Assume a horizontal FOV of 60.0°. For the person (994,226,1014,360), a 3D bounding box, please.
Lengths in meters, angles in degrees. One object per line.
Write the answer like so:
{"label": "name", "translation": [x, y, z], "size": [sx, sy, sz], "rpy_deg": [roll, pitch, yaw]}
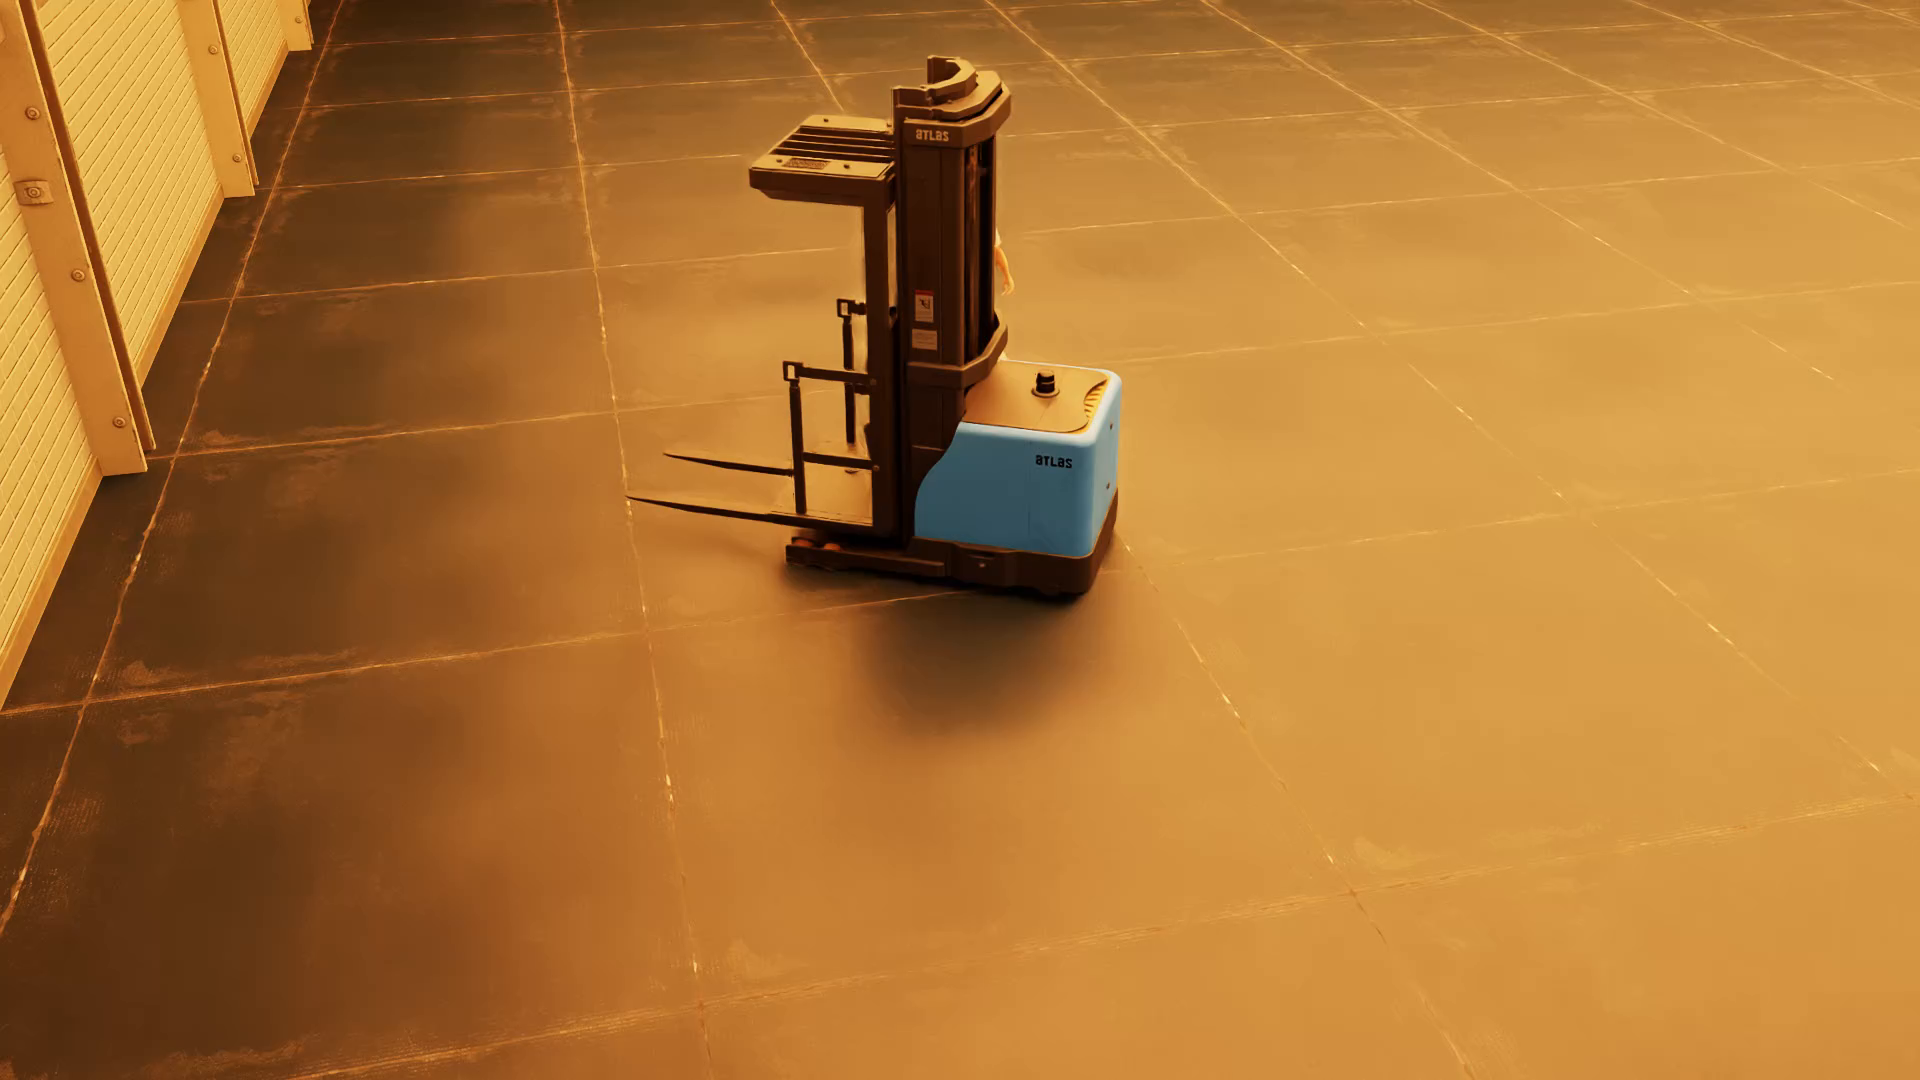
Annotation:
{"label": "person", "translation": [0.034, -1.832, 12.080], "size": [0.864, 1.638, 0.385], "rpy_deg": [-17, 34, -27]}

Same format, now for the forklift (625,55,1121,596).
{"label": "forklift", "translation": [-0.579, -1.327, 9.866], "size": [3.031, 2.935, 1.130], "rpy_deg": [7, 31, 13]}
